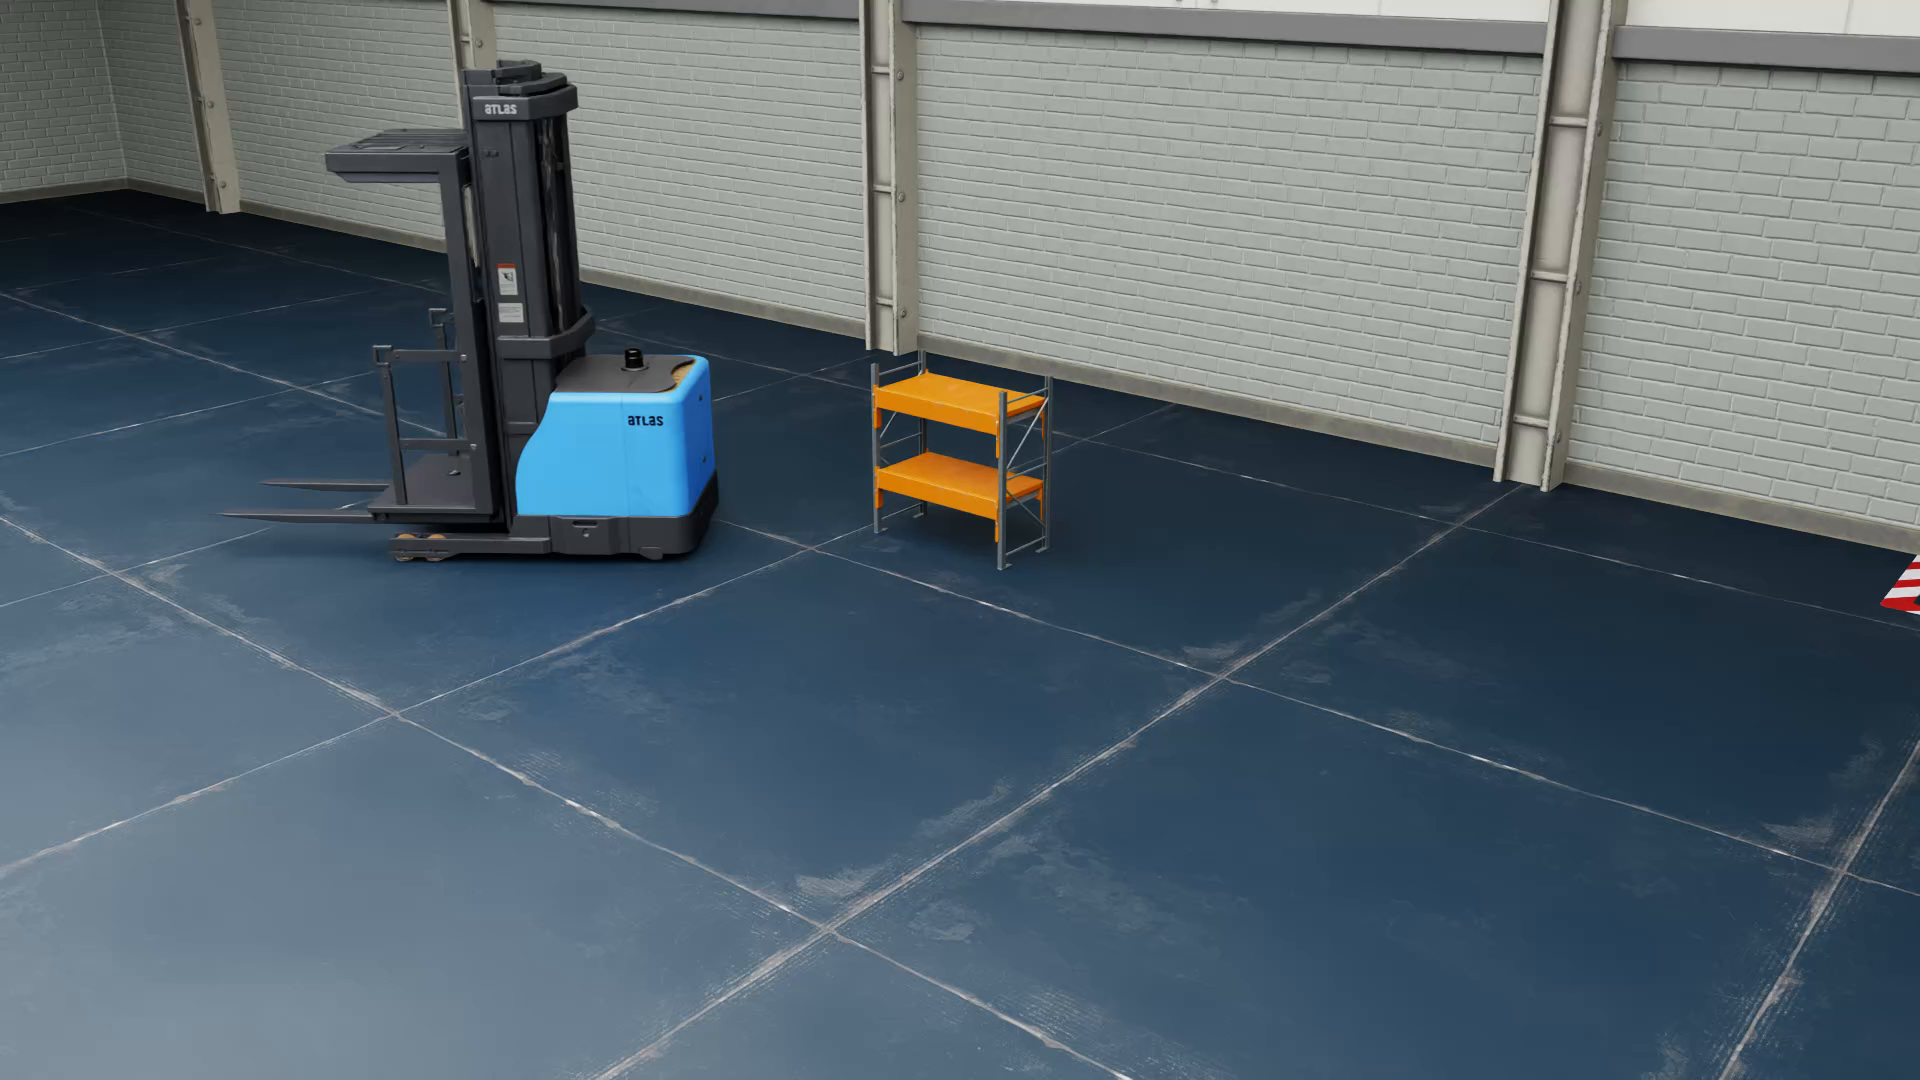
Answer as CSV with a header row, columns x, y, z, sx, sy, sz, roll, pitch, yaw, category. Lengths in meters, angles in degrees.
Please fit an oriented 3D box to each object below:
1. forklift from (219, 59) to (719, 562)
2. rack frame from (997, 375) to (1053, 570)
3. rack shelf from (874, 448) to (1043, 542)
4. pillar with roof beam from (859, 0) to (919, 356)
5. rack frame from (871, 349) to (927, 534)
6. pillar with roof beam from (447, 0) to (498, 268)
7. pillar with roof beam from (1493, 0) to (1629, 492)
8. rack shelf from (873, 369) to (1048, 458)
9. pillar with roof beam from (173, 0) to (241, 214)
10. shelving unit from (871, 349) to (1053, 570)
x,y,z,sx,sy,sz,roll,pitch,yaw,category
-3.144,-1.423,10.287,3.031,2.935,1.130,1,21,2,forklift
0.399,-0.411,10.165,0.032,1.125,0.500,16,26,36,rack frame
0.005,-0.296,10.552,1.000,0.278,0.538,16,26,36,rack shelf
-3.344,-4.792,10.623,0.400,9.000,9.100,16,26,36,pillar with roof beam
-0.389,-0.638,10.766,0.032,1.125,0.500,16,26,36,rack frame
-7.992,-6.131,14.173,0.400,9.000,9.100,16,26,36,pillar with roof beam
1.305,-3.454,7.074,0.400,9.000,9.100,16,26,36,pillar with roof beam
0.005,-0.799,10.362,1.000,0.278,0.538,16,26,36,rack shelf
-12.640,-7.470,17.723,0.400,9.000,9.100,16,26,36,pillar with roof beam
0.005,-0.525,10.466,1.048,1.125,0.538,16,26,36,shelving unit
